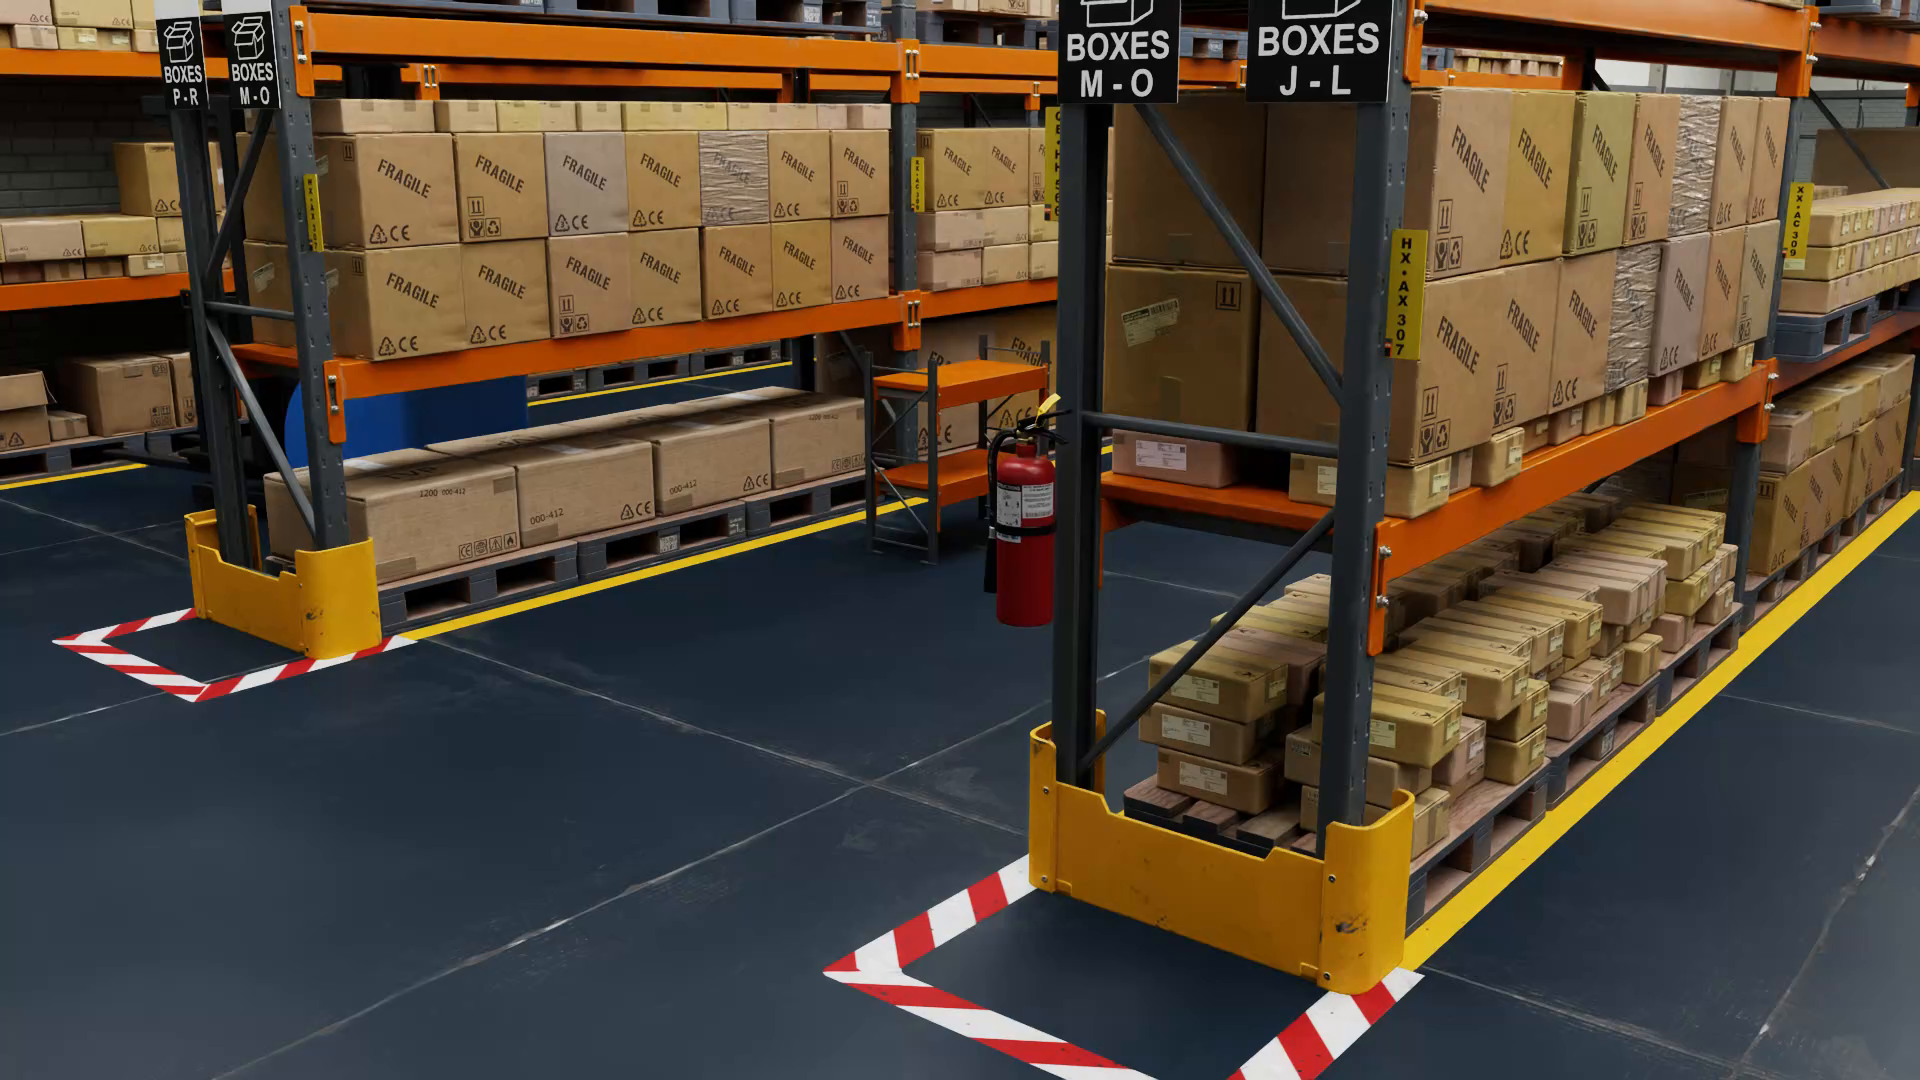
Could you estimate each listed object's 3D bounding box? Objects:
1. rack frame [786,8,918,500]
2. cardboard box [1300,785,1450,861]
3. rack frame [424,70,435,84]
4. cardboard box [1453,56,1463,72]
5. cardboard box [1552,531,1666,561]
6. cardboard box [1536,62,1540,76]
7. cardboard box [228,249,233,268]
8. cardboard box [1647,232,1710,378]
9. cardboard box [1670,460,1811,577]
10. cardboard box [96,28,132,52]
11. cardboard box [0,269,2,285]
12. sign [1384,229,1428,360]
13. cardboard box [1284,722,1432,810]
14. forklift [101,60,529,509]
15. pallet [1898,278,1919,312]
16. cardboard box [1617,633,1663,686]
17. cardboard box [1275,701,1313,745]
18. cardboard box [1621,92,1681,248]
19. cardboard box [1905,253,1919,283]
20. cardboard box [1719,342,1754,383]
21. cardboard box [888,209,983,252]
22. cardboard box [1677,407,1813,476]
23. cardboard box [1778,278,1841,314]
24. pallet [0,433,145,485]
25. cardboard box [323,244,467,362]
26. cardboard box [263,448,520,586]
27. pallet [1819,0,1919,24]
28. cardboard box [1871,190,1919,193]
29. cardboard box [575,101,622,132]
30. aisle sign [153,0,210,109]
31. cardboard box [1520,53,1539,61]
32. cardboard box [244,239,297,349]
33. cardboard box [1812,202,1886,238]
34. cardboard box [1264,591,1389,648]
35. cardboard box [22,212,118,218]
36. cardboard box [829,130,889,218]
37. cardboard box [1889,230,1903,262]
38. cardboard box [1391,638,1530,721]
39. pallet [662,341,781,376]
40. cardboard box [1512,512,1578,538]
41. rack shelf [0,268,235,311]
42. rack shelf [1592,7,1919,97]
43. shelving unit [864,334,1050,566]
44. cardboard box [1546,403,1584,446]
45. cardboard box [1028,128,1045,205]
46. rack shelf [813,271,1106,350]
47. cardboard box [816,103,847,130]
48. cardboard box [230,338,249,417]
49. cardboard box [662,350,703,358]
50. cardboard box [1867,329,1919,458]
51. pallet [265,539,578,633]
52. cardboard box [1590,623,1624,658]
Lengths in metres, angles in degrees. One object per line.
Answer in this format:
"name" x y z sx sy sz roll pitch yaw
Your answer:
"rack frame" -0.692 -1.801 10.618 1.000 3.000 0.127 11 18 38
"cardboard box" 1.286 0.840 5.163 0.380 0.149 0.250 12 18 39
"rack frame" -4.555 -2.568 13.639 1.000 3.000 0.127 11 18 38
"cardboard box" 4.727 -4.687 16.397 0.380 0.149 0.250 11 18 37
"cardboard box" 2.696 0.086 6.922 0.380 0.149 0.250 12 19 39
"cardboard box" 6.017 -5.078 17.939 0.380 0.149 0.250 11 18 36
"cardboard box" -5.424 -2.108 12.339 0.380 0.149 0.250 12 18 38
"cardboard box" 2.497 -0.916 6.329 0.500 0.500 0.500 11 18 37
"cardboard box" 3.893 -0.146 8.331 0.500 0.500 0.500 12 19 40
"cardboard box" -5.866 -3.400 11.332 0.380 0.149 0.250 11 18 37
"cardboard box" -6.525 -1.757 10.955 0.380 0.149 0.250 12 18 39
"sign" 1.130 -0.623 4.227 0.100 0.325 0.005 11 18 38
"cardboard box" 1.237 0.686 5.165 0.380 0.149 0.250 12 19 40
"forklift" -4.209 -1.696 10.345 3.031 2.935 1.130 7 16 26
"pallet" 5.371 -1.574 10.116 1.213 0.211 1.003 11 18 38
"cardboard box" 2.590 0.450 6.695 0.380 0.149 0.250 11 18 37
"cardboard box" 1.024 0.559 5.663 0.380 0.149 0.250 11 18 36
"cardboard box" 2.170 -1.302 5.818 0.500 0.500 0.500 11 18 36
"cardboard box" 4.973 -1.491 9.058 0.380 0.149 0.250 12 19 39
"cardboard box" 3.147 -0.775 7.092 0.380 0.149 0.250 11 18 36
"cardboard box" -0.196 -2.011 10.735 0.500 0.250 0.500 11 18 36
"cardboard box" 3.892 -0.510 8.239 0.500 0.250 0.500 10 18 35
"cardboard box" 3.827 -1.140 7.675 0.380 0.149 0.250 10 17 35
"pallet" -6.521 -0.618 11.626 1.003 0.211 1.213 11 18 38
"cardboard box" -2.681 -1.130 7.778 0.500 0.500 0.500 11 18 37
"cardboard box" -2.869 -0.138 8.425 0.875 0.438 0.875 11 18 36
"pallet" 3.693 -2.518 7.734 1.213 0.211 1.003 11 18 38
"cardboard box" 5.460 -1.927 9.567 0.380 0.149 0.250 12 19 39
"cardboard box" -1.941 -2.153 8.456 0.380 0.149 0.250 11 18 38
"aisle sign" -3.492 -2.329 7.418 0.394 0.787 0.004 11 18 38
"cardboard box" 5.783 -5.191 17.573 0.500 0.250 0.500 11 18 38
"cardboard box" -3.109 -1.216 8.116 0.500 0.500 0.500 11 18 38
"cardboard box" 4.320 -1.579 8.194 0.380 0.149 0.250 11 18 37
"cardboard box" 1.322 0.313 6.027 0.380 0.149 0.250 10 18 35
"cardboard box" -6.346 -2.195 11.873 0.500 0.250 0.500 12 19 39
"cardboard box" -0.774 -2.201 9.959 0.500 0.500 0.500 11 18 37
"cardboard box" 4.648 -1.536 8.631 0.380 0.149 0.250 11 18 37
"cardboard box" 1.639 0.454 5.471 0.380 0.149 0.250 11 18 37
"pallet" -2.540 -1.845 16.458 1.003 0.211 1.213 11 18 38
"cardboard box" 2.504 -0.030 7.380 0.380 0.149 0.250 11 18 37
"rack shelf" -5.812 -1.836 12.220 1.077 0.370 4.000 11 18 38
"rack shelf" 4.479 -2.542 8.906 1.077 0.370 4.000 11 18 38
"shelving unit" -0.004 -0.544 9.479 0.538 1.125 1.048 11 18 38
"cardboard box" 1.928 -0.438 5.764 0.380 0.149 0.250 11 18 36
"cardboard box" 0.424 -2.571 11.417 0.500 0.500 0.500 11 18 36
"rack shelf" 0.565 -1.835 12.215 1.077 0.370 4.000 11 18 38
"cardboard box" -0.888 -2.506 9.844 0.380 0.149 0.250 12 18 39
"cardboard box" -5.391 -1.253 12.687 0.700 0.500 0.500 10 18 35
"cardboard box" -2.789 -2.017 15.694 0.500 0.500 0.500 12 19 40
"cardboard box" 6.189 -1.036 11.324 1.050 0.750 0.750 11 18 37
"pallet" -2.764 0.152 8.597 1.003 0.211 1.213 11 18 38
"cardboard box" 2.393 0.330 6.564 0.380 0.149 0.250 10 17 35
